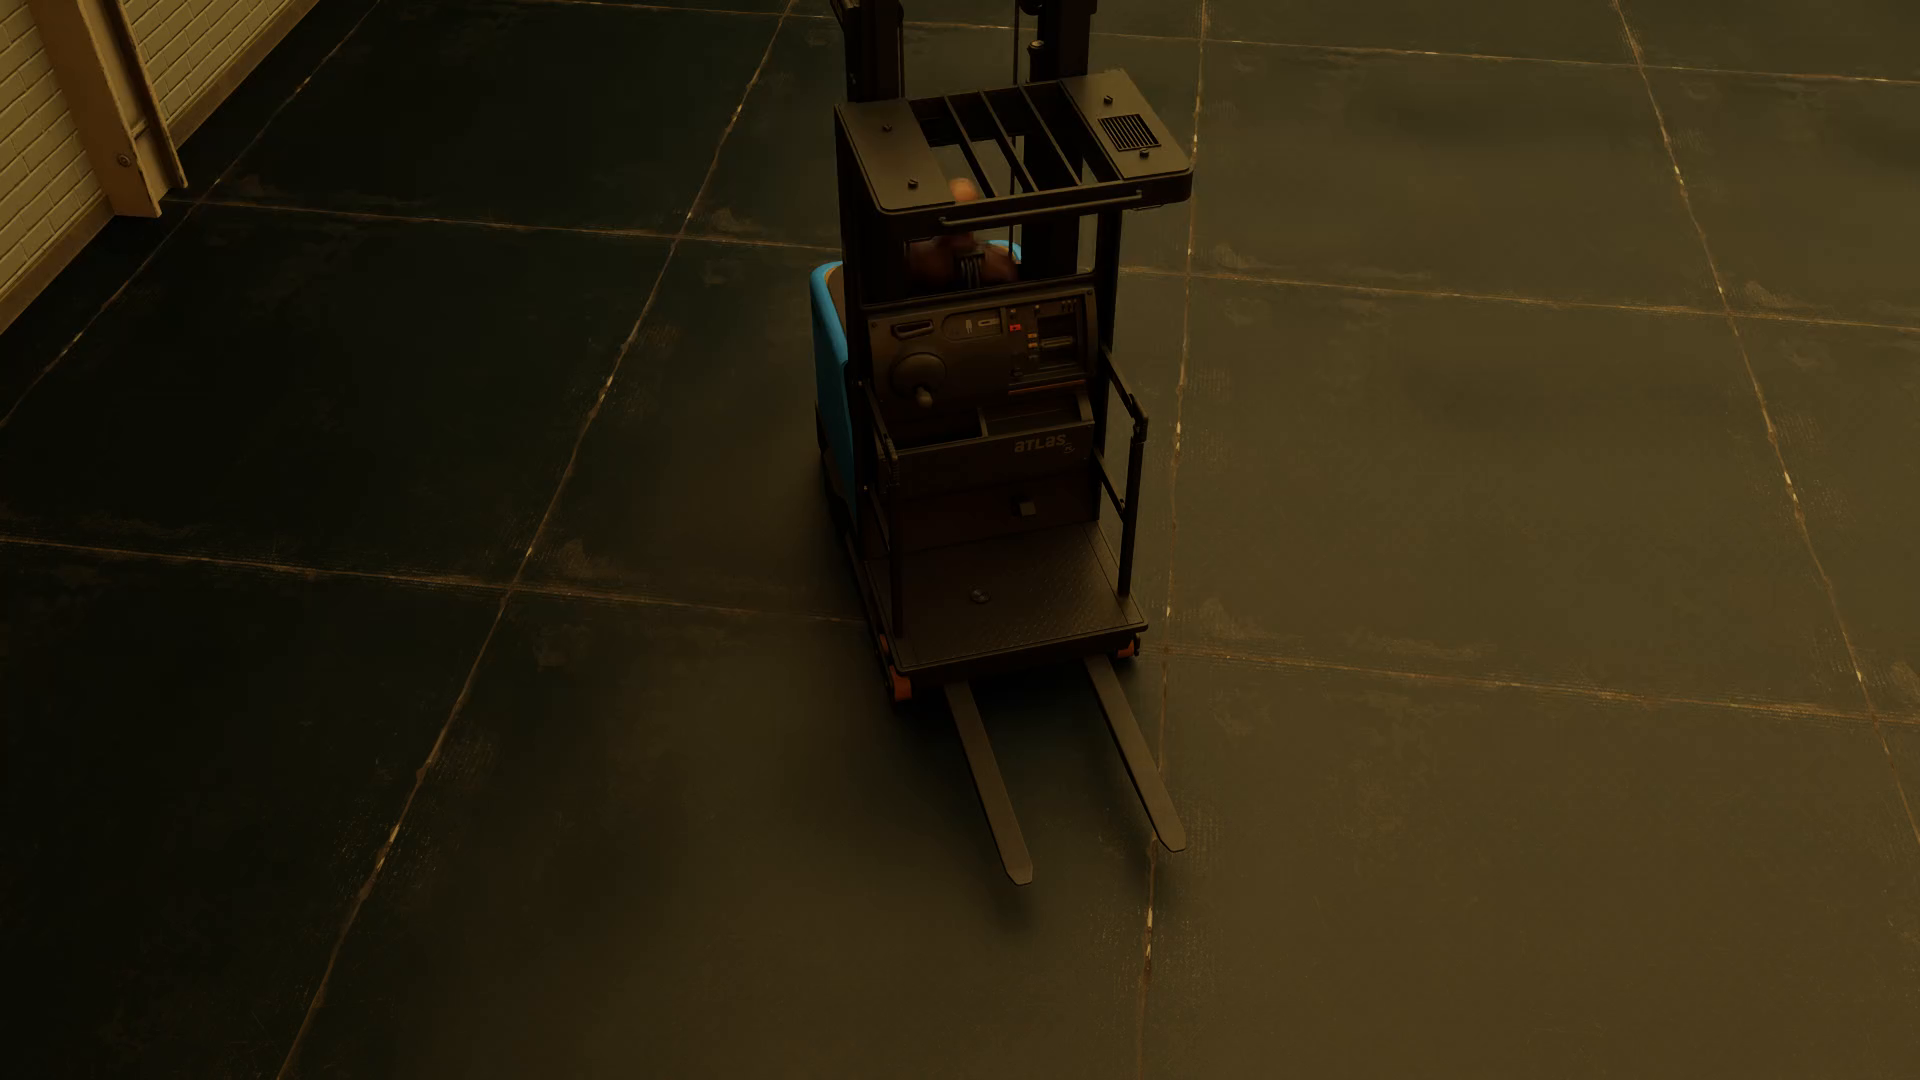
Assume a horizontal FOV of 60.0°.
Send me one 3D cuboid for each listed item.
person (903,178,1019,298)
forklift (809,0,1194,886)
[{"bbox_3d":[-0.007,-0.799,7.152,0.550,1.710,0.323,5,43,6],"label":"person"},{"bbox_3d":[0.153,-0.681,6.465,1.130,2.935,3.031,-10,44,-11],"label":"forklift"}]
